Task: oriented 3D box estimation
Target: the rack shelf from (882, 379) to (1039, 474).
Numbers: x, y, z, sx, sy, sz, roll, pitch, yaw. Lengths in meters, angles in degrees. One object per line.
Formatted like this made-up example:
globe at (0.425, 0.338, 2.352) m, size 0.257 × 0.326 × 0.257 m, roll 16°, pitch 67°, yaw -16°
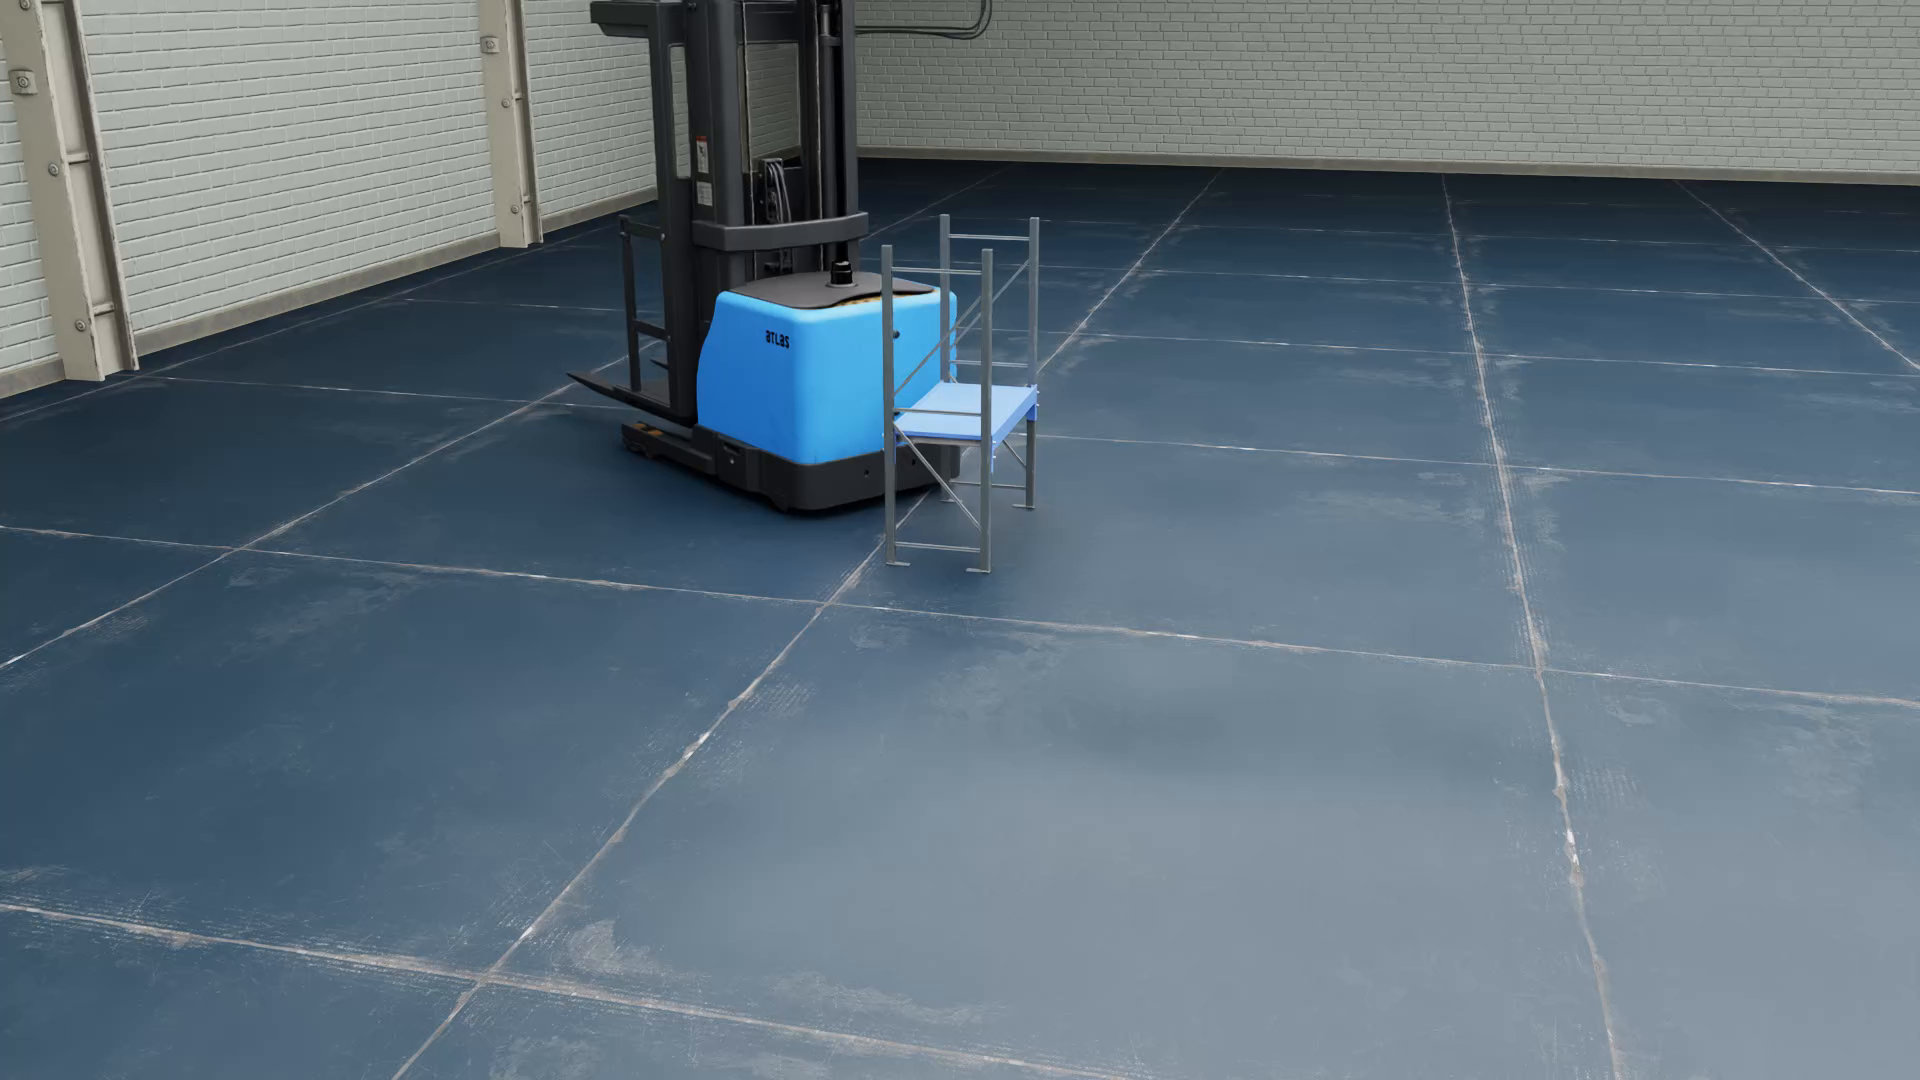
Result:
rack shelf at (0.021, -0.566, 8.082) m, size 0.538 × 0.185 × 1.000 m, roll 5°, pitch 19°, yaw 13°

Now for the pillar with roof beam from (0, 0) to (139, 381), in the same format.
pillar with roof beam at (-1.804, -5.077, 9.129) m, size 9.100 × 9.000 × 0.400 m, roll 5°, pitch 19°, yaw 13°

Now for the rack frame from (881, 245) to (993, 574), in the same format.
rack frame at (-0.103, -0.577, 7.557) m, size 0.500 × 1.500 × 0.032 m, roll 5°, pitch 19°, yaw 13°

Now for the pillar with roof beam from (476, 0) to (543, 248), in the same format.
pillar with roof beam at (-0.338, -6.957, 14.635) m, size 9.100 × 9.000 × 0.400 m, roll 5°, pitch 19°, yaw 13°

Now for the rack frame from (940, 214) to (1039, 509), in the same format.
rack frame at (0.145, -0.896, 8.490) m, size 0.500 × 1.500 × 0.032 m, roll 5°, pitch 19°, yaw 13°

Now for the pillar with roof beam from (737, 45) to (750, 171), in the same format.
pillar with roof beam at (1.128, -8.838, 20.141) m, size 9.100 × 9.000 × 0.400 m, roll 5°, pitch 19°, yaw 13°

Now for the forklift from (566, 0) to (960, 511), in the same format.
forklift at (-1.317, -1.942, 9.339) m, size 1.130 × 2.935 × 3.031 m, roll -15°, pitch 24°, yaw -37°

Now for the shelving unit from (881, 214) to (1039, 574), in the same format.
shelving unit at (0.021, -0.736, 8.023) m, size 0.538 × 1.500 × 1.048 m, roll 5°, pitch 19°, yaw 13°

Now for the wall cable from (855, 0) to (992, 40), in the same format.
wall cable at (-1.044, -8.527, 24.035) m, size 3.097 × 2.526 × 0.112 m, roll 5°, pitch 19°, yaw 13°
